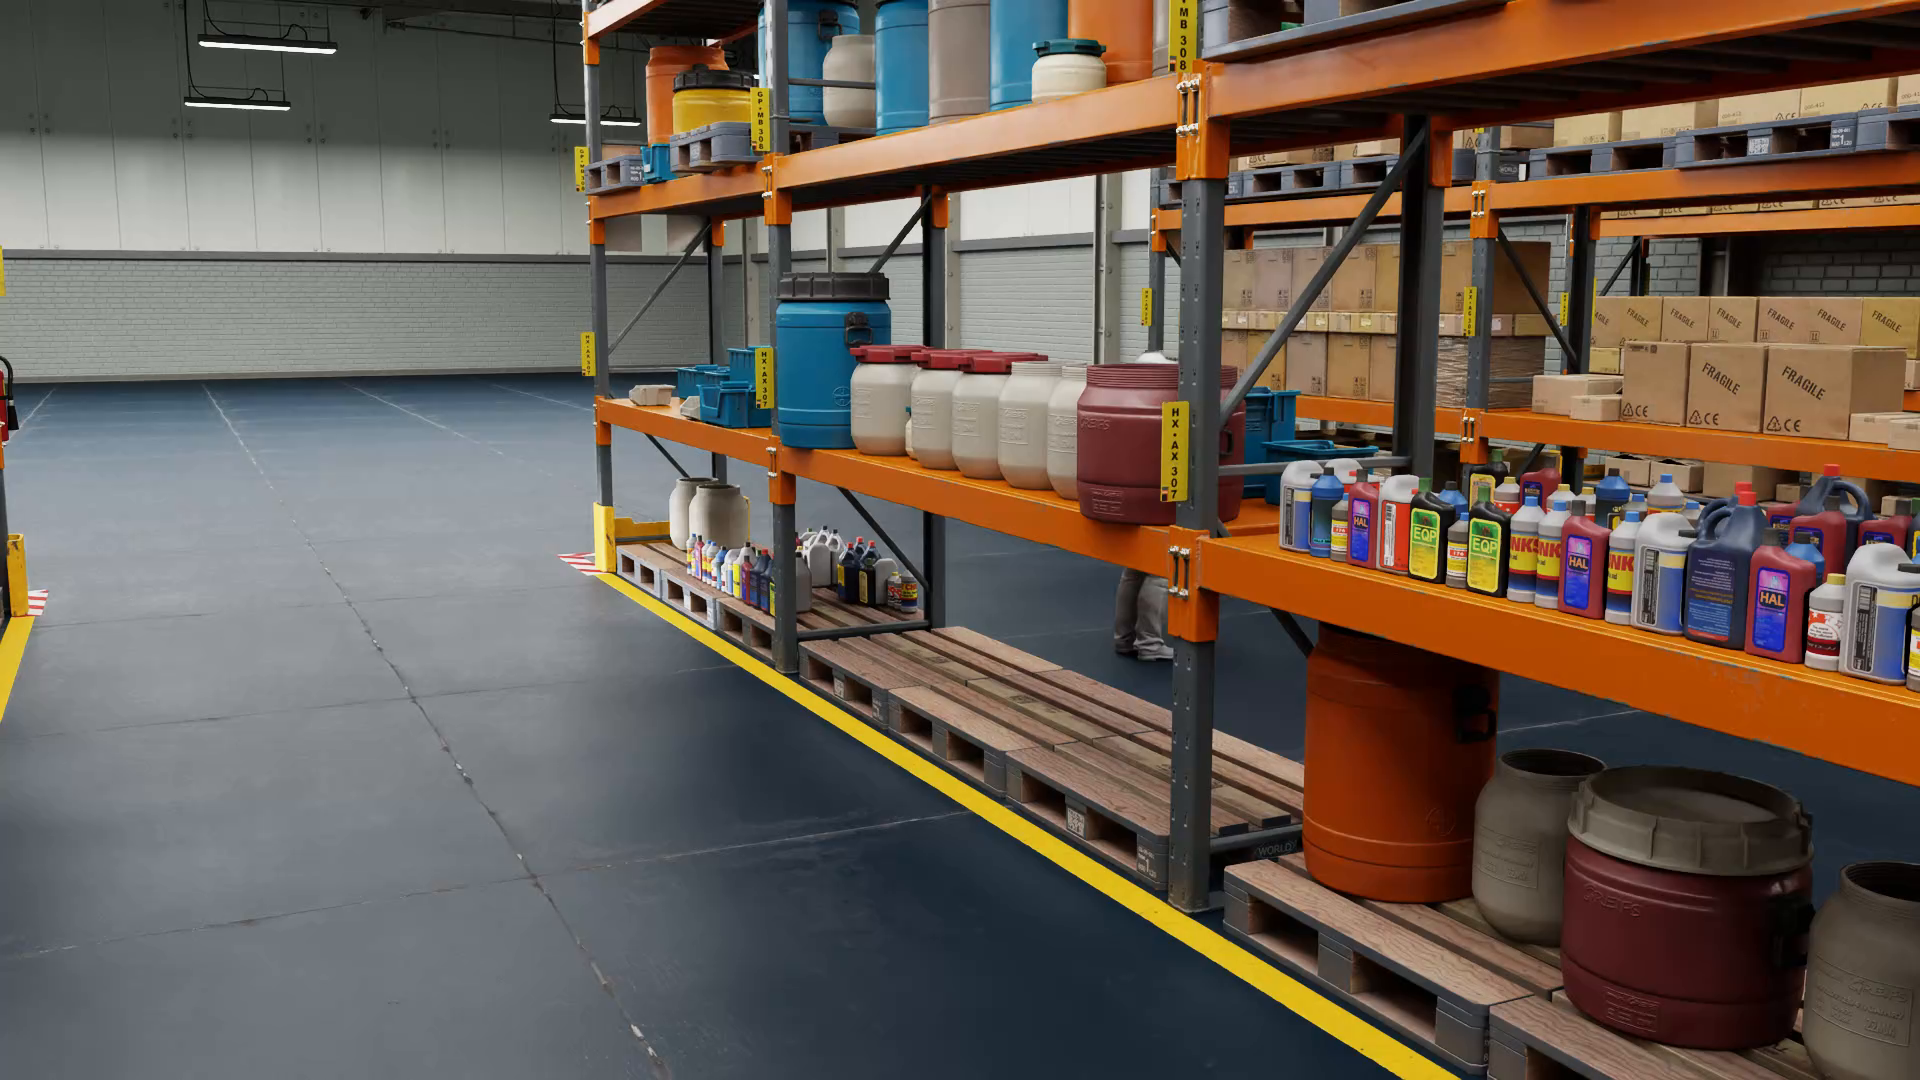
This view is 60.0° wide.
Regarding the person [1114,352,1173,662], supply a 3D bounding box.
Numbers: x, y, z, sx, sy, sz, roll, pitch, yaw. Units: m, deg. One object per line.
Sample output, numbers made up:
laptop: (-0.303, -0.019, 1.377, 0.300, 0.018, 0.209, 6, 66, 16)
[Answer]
person: (1.156, -0.206, 9.656, 0.576, 1.761, 0.505, -4, 9, -27)
